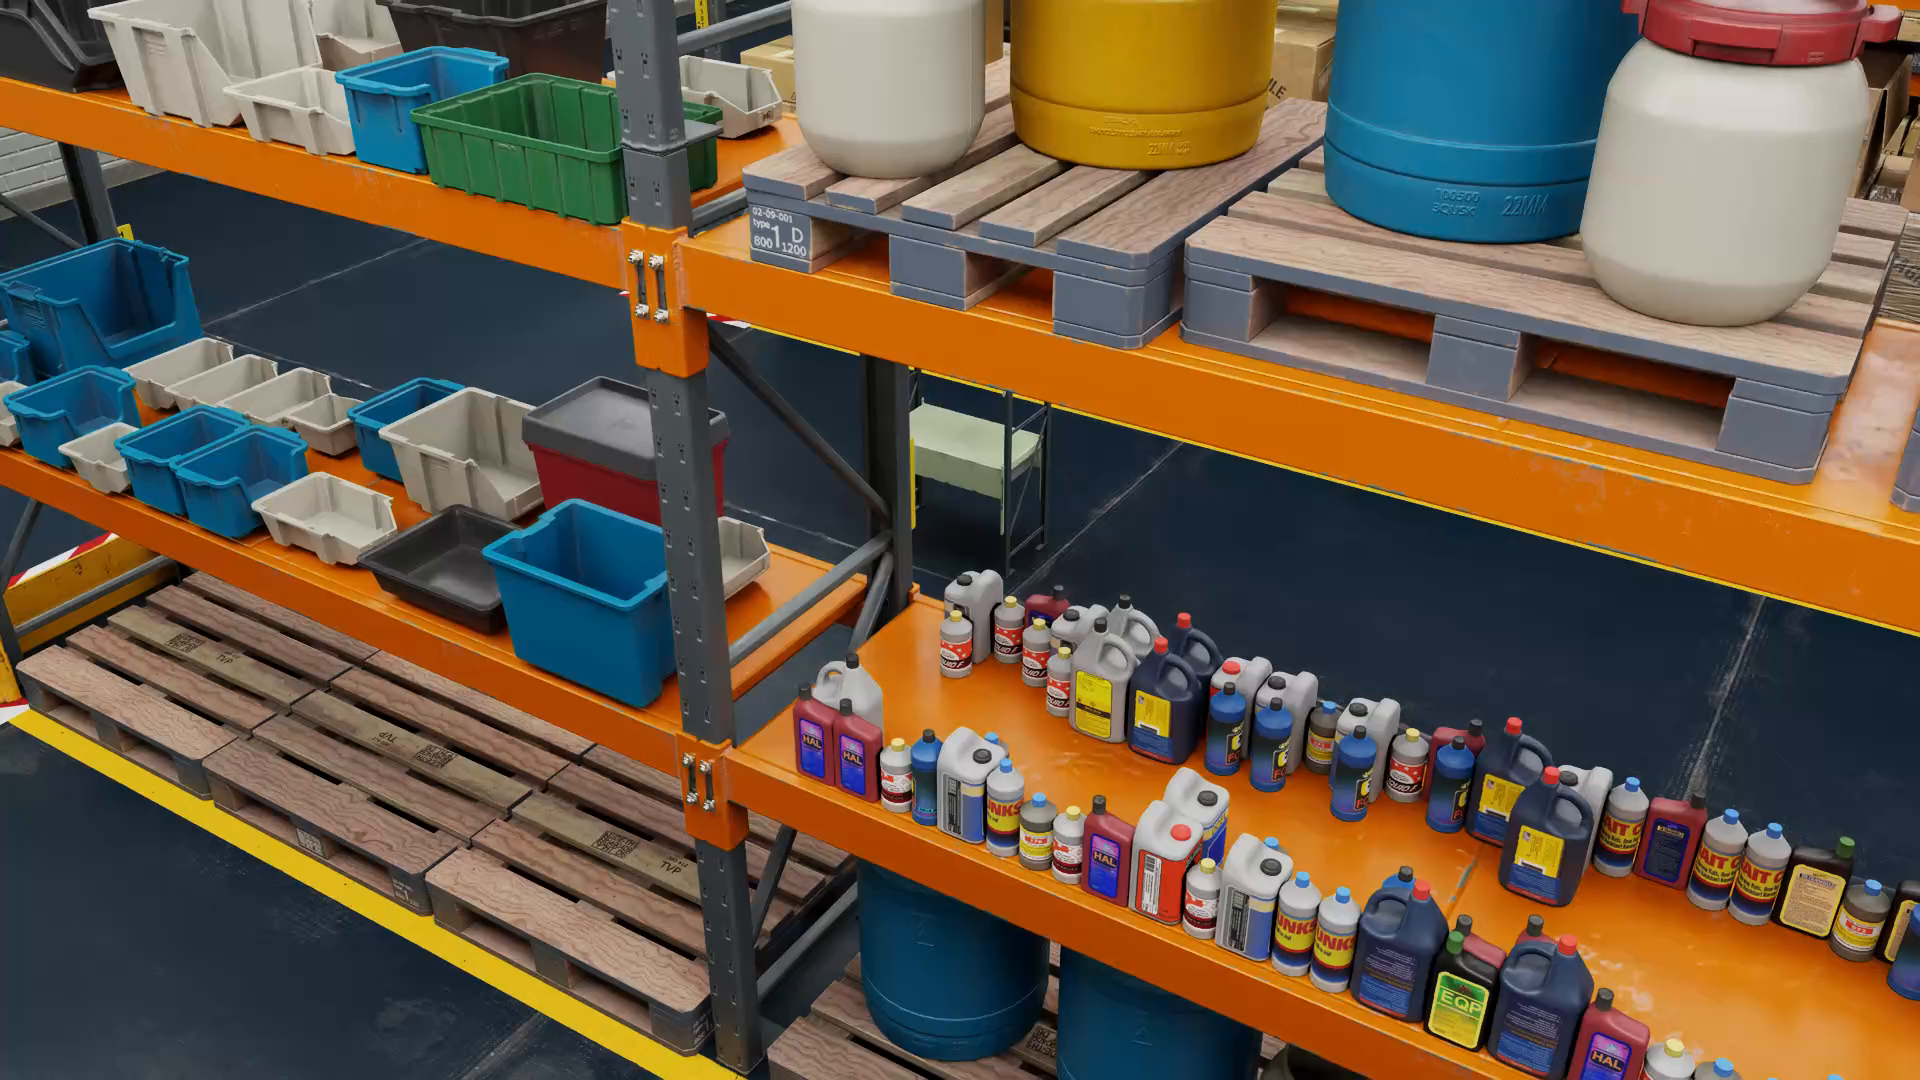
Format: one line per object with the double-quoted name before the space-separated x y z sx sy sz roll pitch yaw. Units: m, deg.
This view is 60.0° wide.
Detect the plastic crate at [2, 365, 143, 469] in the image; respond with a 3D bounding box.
"plastic crate" -3.263 -0.451 6.152 0.300 0.233 0.416 18 35 27

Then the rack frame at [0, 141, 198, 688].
"rack frame" -3.855 -0.880 6.782 0.127 3.000 1.000 18 35 27

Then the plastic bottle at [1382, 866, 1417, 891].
"plastic bottle" 1.028 0.877 3.897 0.097 0.271 0.097 0 30 0

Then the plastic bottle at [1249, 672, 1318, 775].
"plastic bottle" 0.889 0.482 4.570 0.135 0.276 0.152 18 35 27

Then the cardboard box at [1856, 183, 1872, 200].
"cardboard box" 3.713 -1.331 7.455 0.500 0.500 0.500 18 35 28

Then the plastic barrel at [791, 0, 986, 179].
"plastic barrel" -0.155 -1.096 3.624 0.433 0.535 0.433 0 30 0

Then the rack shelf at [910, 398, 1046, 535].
"rack shelf" 0.006 -0.364 8.033 0.720 0.370 0.431 18 35 27

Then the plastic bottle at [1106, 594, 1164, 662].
"plastic bottle" 0.485 0.320 4.775 0.185 0.351 0.144 18 35 27

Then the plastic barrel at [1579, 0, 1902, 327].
"plastic barrel" 1.339 -0.683 2.916 0.433 0.535 0.433 0 30 0

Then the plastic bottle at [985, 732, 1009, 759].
"plastic bottle" 0.083 0.604 4.435 0.097 0.201 0.097 0 30 0

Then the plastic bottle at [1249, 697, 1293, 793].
"plastic bottle" 0.839 0.542 4.472 0.097 0.271 0.097 0 30 0

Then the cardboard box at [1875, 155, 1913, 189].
"cardboard box" 4.413 -1.413 7.596 0.500 0.500 0.500 17 34 26

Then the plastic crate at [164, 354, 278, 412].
"plastic crate" -2.830 -0.567 6.447 0.243 0.136 0.396 18 35 27

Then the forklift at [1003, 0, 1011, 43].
"forklift" 0.995 -3.677 11.644 3.031 2.935 1.130 17 34 26

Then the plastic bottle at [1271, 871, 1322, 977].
"plastic bottle" 0.787 0.887 3.881 0.097 0.271 0.097 0 30 0

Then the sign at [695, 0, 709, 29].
"sign" -1.522 -3.167 9.764 0.005 0.325 0.100 18 35 27

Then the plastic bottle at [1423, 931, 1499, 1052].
"plastic bottle" 1.114 0.996 3.682 0.133 0.283 0.061 18 35 27

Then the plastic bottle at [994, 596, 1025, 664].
"plastic bottle" 0.151 0.264 5.017 0.097 0.201 0.097 0 30 0

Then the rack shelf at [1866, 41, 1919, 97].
"rack shelf" 6.582 -3.166 11.413 4.000 0.370 1.077 18 35 27

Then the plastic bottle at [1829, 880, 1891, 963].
"plastic bottle" 2.138 0.893 3.940 0.097 0.201 0.097 0 30 0

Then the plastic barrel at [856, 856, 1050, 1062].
"plastic barrel" -0.015 1.070 5.105 0.708 0.901 0.600 18 35 27

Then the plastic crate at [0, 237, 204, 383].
"plastic crate" -3.472 -0.911 6.740 0.499 0.435 0.616 18 35 27

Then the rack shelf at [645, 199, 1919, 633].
"rack shelf" 1.227 -0.257 3.452 4.000 0.370 1.077 18 35 27

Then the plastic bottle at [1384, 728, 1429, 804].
"plastic bottle" 1.198 0.596 4.449 0.097 0.201 0.097 0 30 0

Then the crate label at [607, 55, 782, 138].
"crate label" -0.728 -1.245 4.691 0.466 0.136 0.293 18 35 27

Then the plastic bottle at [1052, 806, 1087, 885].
"plastic bottle" 0.281 0.757 4.173 0.097 0.201 0.097 0 30 0

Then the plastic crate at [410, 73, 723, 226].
"plastic crate" -0.987 -0.997 4.216 0.662 0.188 0.450 18 35 27

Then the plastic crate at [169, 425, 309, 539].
"plastic crate" -2.452 -0.194 5.712 0.300 0.233 0.416 18 35 27

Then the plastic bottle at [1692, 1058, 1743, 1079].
"plastic bottle" 1.573 1.166 3.472 0.097 0.201 0.097 0 30 0

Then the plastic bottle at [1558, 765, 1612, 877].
"plastic bottle" 1.551 0.691 4.211 0.135 0.276 0.152 18 35 27

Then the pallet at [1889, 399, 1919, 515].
"pallet" 2.325 -0.198 2.823 1.213 0.211 1.003 18 35 27

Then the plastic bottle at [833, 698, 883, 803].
"plastic bottle" -0.270 0.558 4.432 0.133 0.283 0.061 18 35 27

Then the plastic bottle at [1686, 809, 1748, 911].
"plastic bottle" 1.860 0.775 4.073 0.097 0.271 0.097 0 30 0

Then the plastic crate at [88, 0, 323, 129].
"plastic crate" -2.142 -1.399 4.812 0.530 0.282 0.437 18 35 27

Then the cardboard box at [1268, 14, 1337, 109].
"cardboard box" 1.634 -2.319 8.358 0.500 0.500 0.500 19 35 29

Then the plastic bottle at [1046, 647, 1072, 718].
"plastic bottle" 0.297 0.401 4.783 0.097 0.201 0.097 0 30 0

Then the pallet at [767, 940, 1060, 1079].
"pallet" 0.164 1.621 5.263 1.213 0.211 1.003 18 35 27

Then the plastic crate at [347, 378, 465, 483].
"plastic crate" -1.979 -0.393 6.053 0.300 0.233 0.416 18 35 27

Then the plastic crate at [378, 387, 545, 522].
"plastic crate" -1.663 -0.271 5.795 0.530 0.282 0.437 18 35 27

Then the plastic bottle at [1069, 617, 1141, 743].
"plastic bottle" 0.409 0.381 4.669 0.185 0.351 0.144 18 35 27

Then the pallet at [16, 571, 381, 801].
"pallet" -3.177 0.562 7.077 1.213 0.211 1.003 18 35 27

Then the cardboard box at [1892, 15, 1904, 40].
"cardboard box" 6.086 -3.436 10.995 0.250 0.149 0.380 17 34 26

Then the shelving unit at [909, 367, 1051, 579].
"shelving unit" 0.006 -0.646 7.869 0.755 1.500 0.431 18 35 27

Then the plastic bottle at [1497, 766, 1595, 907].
"plastic bottle" 1.451 0.716 4.096 0.185 0.351 0.144 18 35 27

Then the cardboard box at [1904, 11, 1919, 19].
"cardboard box" 6.303 -3.494 10.799 0.250 0.149 0.380 17 34 26

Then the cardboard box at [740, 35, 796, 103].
"cardboard box" -0.959 -2.814 9.950 0.500 0.250 0.500 17 34 26

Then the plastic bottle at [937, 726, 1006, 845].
"plastic bottle" 0.032 0.630 4.317 0.135 0.276 0.152 18 35 27

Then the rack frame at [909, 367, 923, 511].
"rack frame" -0.304 -0.744 8.037 0.023 1.500 0.400 18 35 27

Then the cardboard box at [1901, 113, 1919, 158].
"cardboard box" 6.702 -2.711 11.240 0.500 0.250 0.500 18 35 28

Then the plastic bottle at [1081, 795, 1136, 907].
"plastic bottle" 0.369 0.760 4.086 0.133 0.283 0.061 18 35 27
